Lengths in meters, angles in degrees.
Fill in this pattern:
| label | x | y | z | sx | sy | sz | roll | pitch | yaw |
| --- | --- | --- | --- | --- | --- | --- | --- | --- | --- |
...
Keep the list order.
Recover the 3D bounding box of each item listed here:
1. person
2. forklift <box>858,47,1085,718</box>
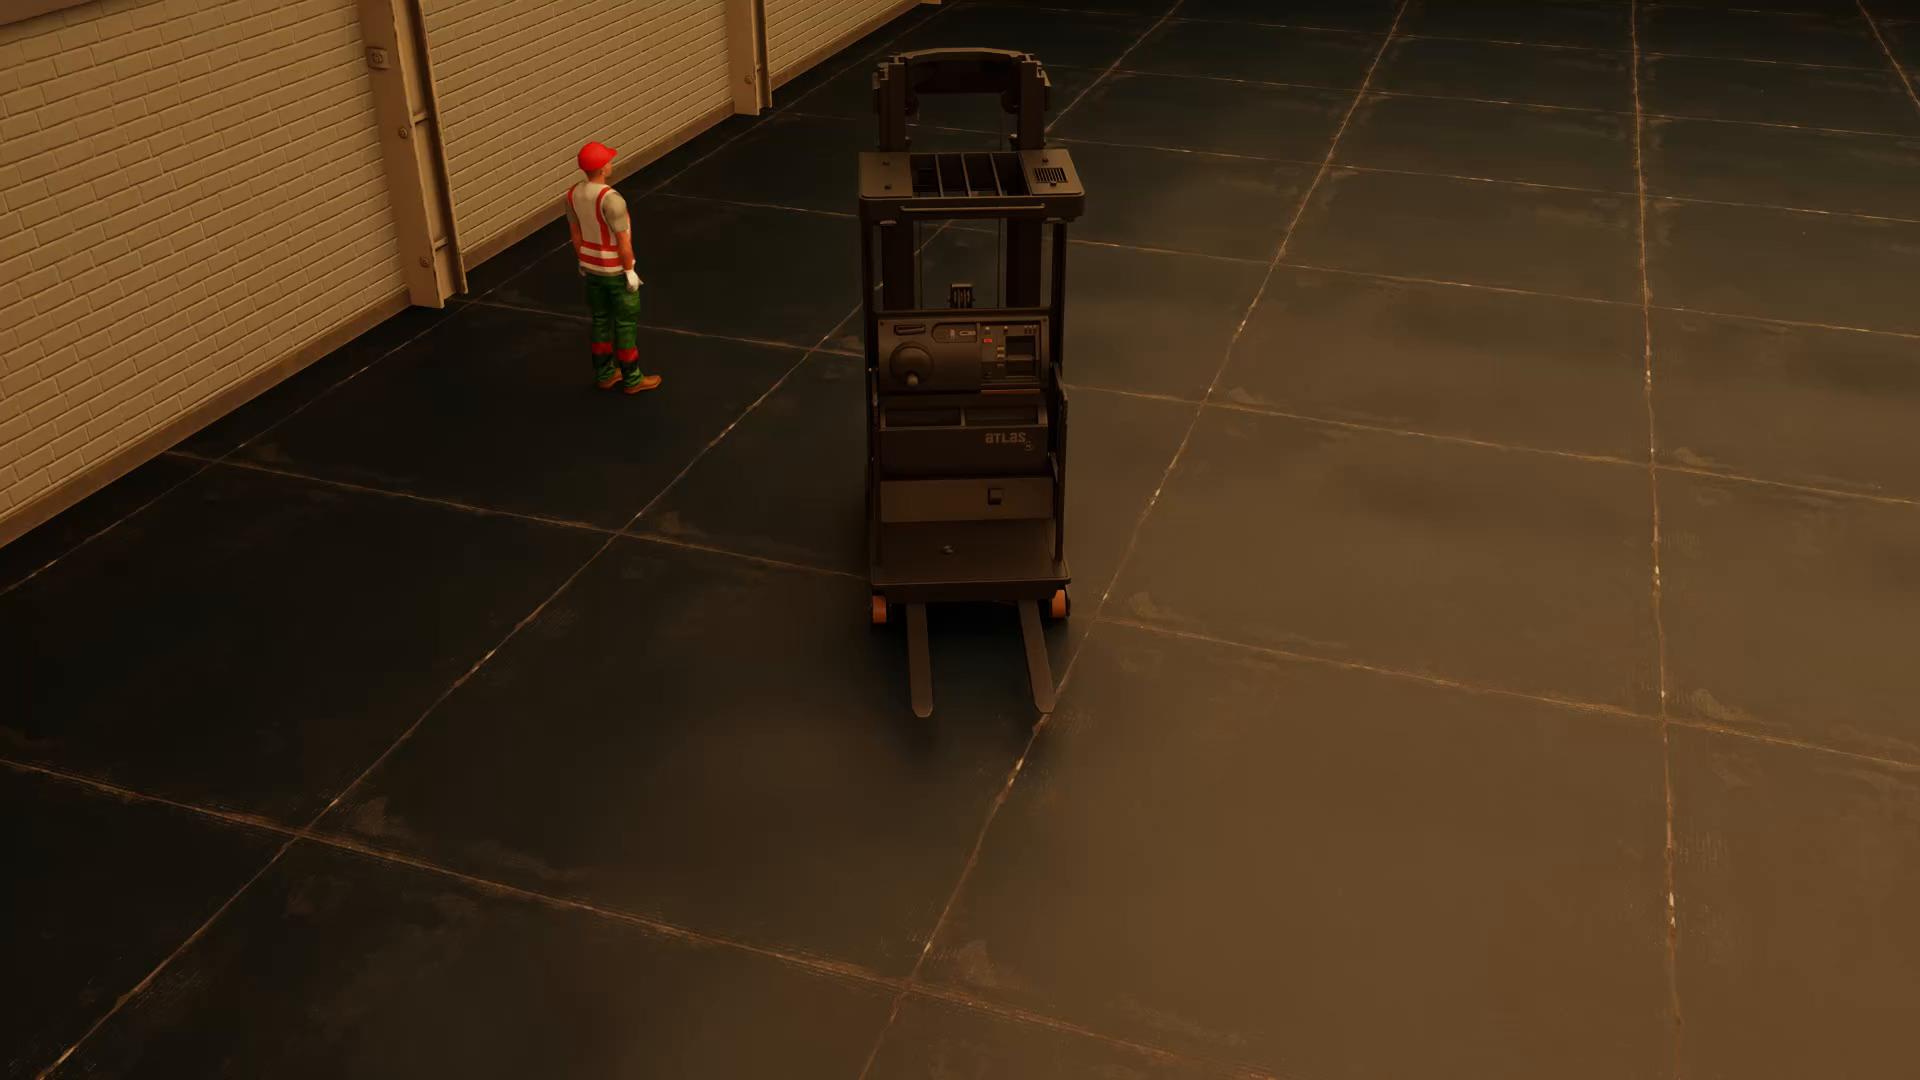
| label | x | y | z | sx | sy | sz | roll | pitch | yaw |
| --- | --- | --- | --- | --- | --- | --- | --- | --- | --- |
| person | -2.445 | -1.904 | 11.629 | 0.530 | 1.796 | 0.359 | 18 | 34 | 28 |
| forklift | 0.035 | -0.972 | 8.842 | 1.130 | 2.935 | 3.031 | -2 | 30 | -3 |
